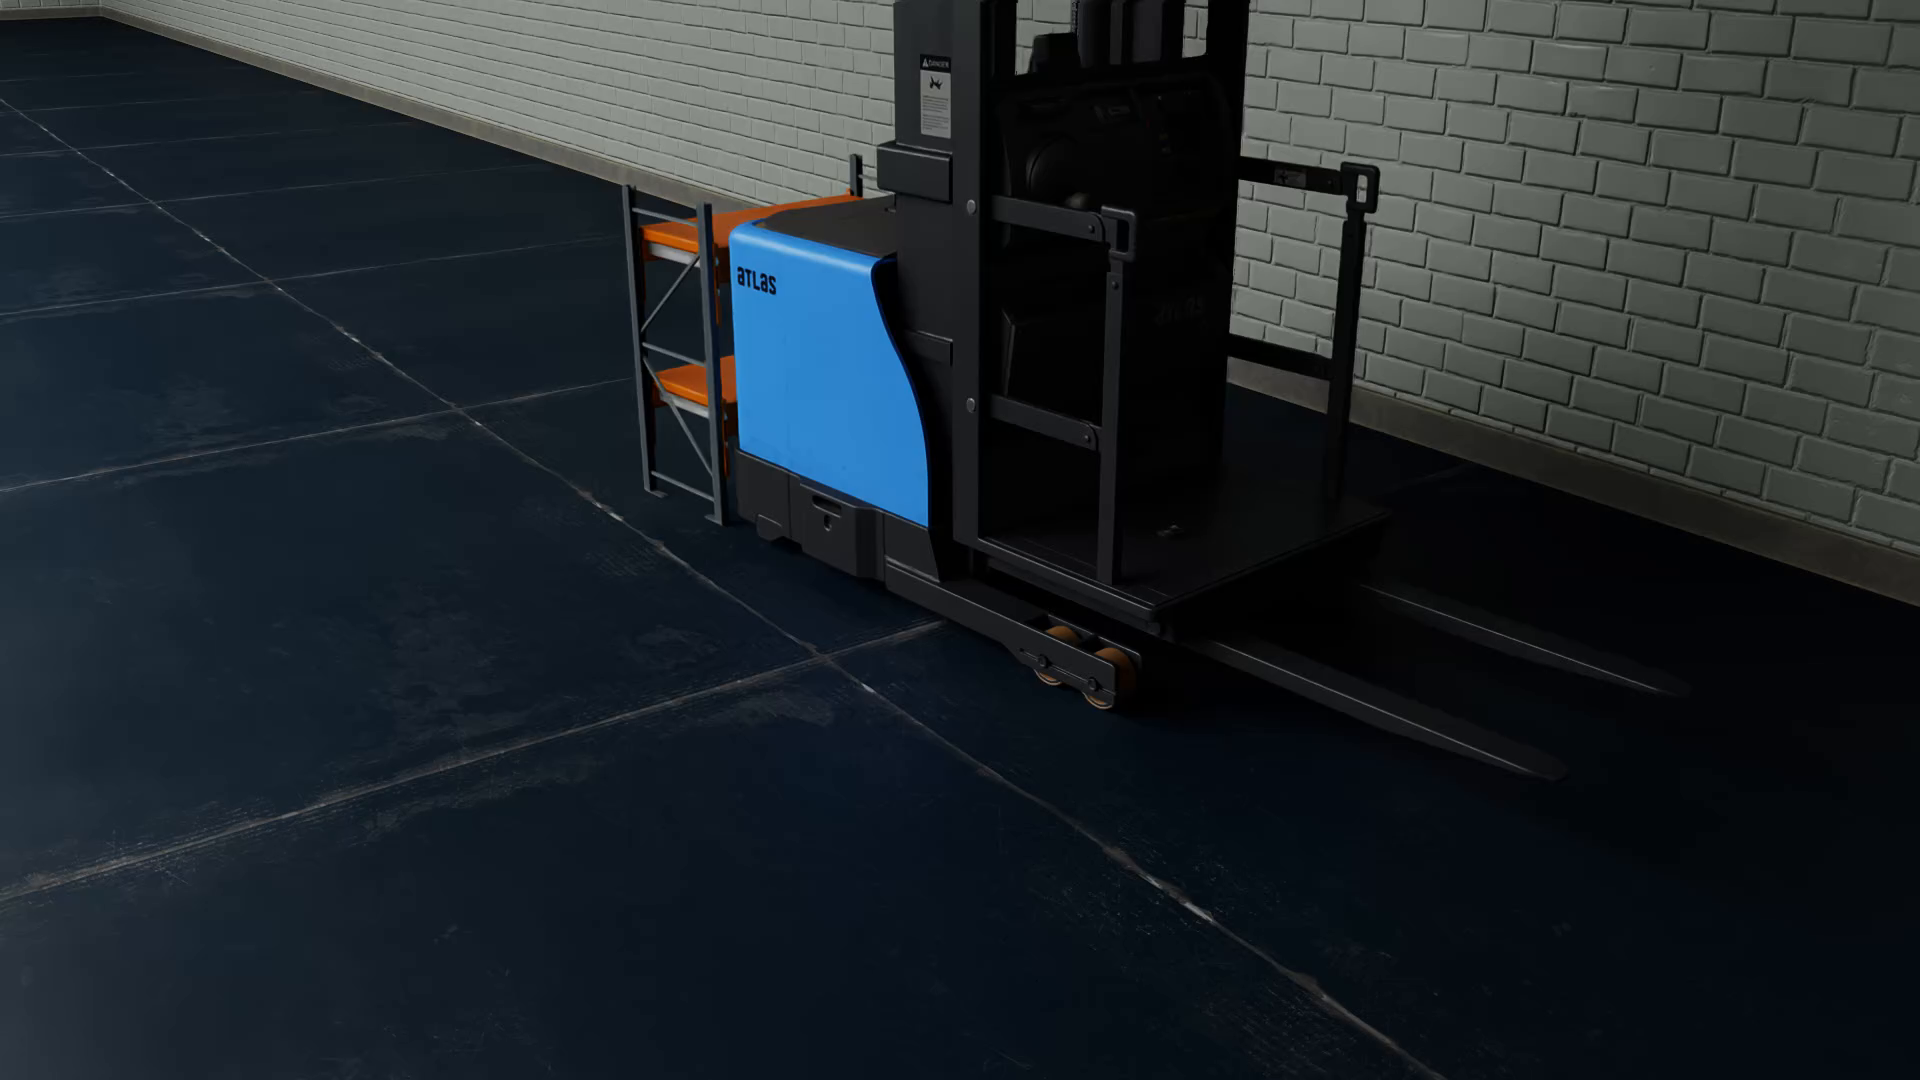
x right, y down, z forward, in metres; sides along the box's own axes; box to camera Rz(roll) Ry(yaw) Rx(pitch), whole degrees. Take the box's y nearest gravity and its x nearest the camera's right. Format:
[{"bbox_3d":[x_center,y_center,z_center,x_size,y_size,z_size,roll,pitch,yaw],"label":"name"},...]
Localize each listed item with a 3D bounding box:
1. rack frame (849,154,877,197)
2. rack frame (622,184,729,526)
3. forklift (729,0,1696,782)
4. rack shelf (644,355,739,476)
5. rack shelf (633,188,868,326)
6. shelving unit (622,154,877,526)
[{"bbox_3d":[-0.247,-0.899,6.457,0.032,1.125,0.500,-19,29,-39],"label":"rack frame"},{"bbox_3d":[-0.994,-0.644,5.817,0.032,1.125,0.500,-19,29,-39],"label":"rack frame"},{"bbox_3d":[0.588,-1.110,4.548,1.130,2.935,3.031,-18,28,-38],"label":"forklift"},{"bbox_3d":[-0.621,-0.545,6.228,1.000,0.278,0.538,-19,29,-39],"label":"rack shelf"},{"bbox_3d":[-0.621,-1.044,6.028,1.000,0.278,0.538,-19,29,-39],"label":"rack shelf"},{"bbox_3d":[-0.621,-0.772,6.137,1.048,1.125,0.538,-19,29,-39],"label":"shelving unit"}]
